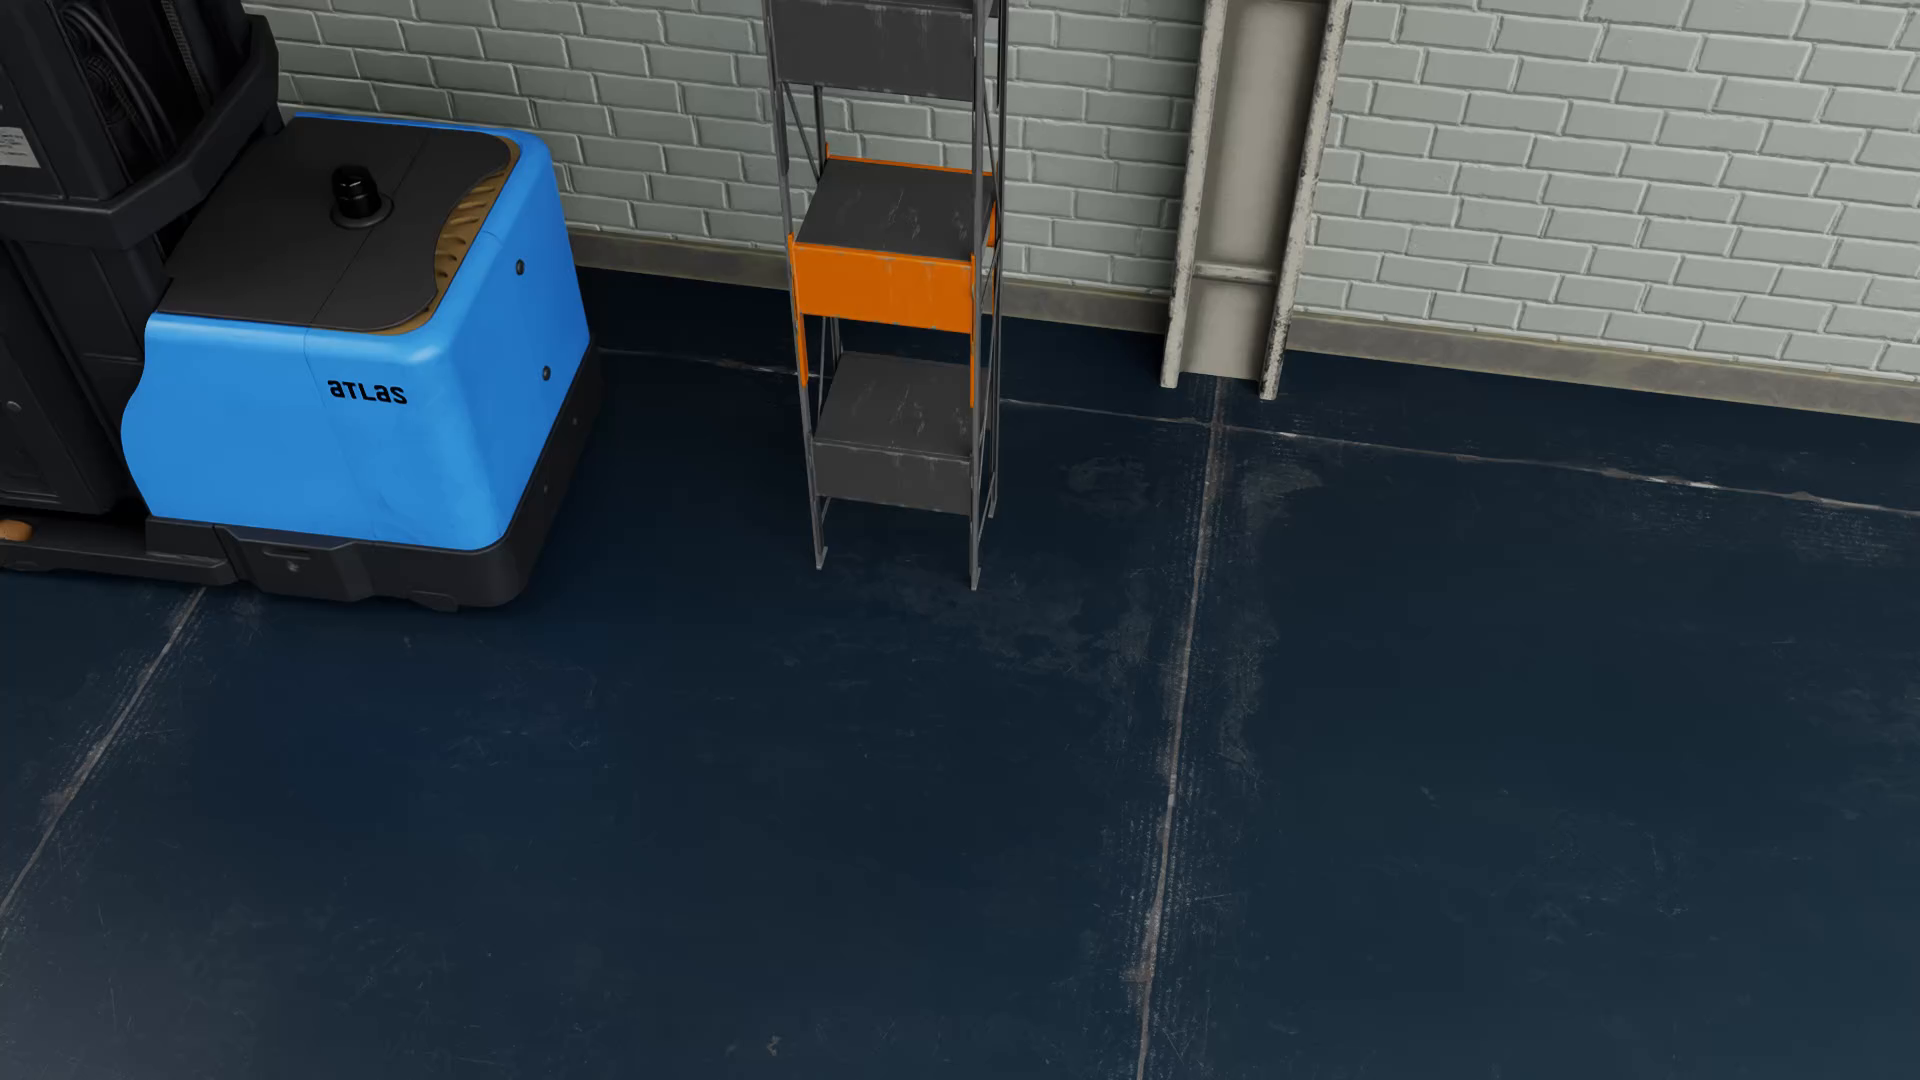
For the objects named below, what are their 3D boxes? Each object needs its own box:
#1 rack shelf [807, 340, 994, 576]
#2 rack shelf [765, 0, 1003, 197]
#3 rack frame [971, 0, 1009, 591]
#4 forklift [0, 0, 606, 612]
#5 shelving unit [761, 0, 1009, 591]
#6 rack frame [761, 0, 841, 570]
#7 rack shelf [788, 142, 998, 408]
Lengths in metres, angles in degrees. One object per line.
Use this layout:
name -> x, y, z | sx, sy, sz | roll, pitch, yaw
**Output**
rack shelf -> -0.163, -0.247, 5.019 | 0.480, 0.518, 0.431 | 8, 49, 7
rack shelf -> -0.163, -1.182, 3.978 | 0.480, 0.518, 0.431 | 8, 49, 7
rack frame -> 0.077, -0.691, 4.460 | 0.015, 2.100, 0.400 | 8, 49, 7
forklift -> -2.752, -1.266, 4.417 | 3.031, 2.935, 1.130 | 6, 48, 5
shelving unit -> -0.163, -0.724, 4.489 | 0.503, 2.100, 0.431 | 8, 49, 7
rack frame -> -0.403, -0.756, 4.518 | 0.015, 2.100, 0.400 | 8, 49, 7
rack shelf -> -0.163, -0.715, 4.499 | 0.480, 0.518, 0.431 | 8, 49, 7
